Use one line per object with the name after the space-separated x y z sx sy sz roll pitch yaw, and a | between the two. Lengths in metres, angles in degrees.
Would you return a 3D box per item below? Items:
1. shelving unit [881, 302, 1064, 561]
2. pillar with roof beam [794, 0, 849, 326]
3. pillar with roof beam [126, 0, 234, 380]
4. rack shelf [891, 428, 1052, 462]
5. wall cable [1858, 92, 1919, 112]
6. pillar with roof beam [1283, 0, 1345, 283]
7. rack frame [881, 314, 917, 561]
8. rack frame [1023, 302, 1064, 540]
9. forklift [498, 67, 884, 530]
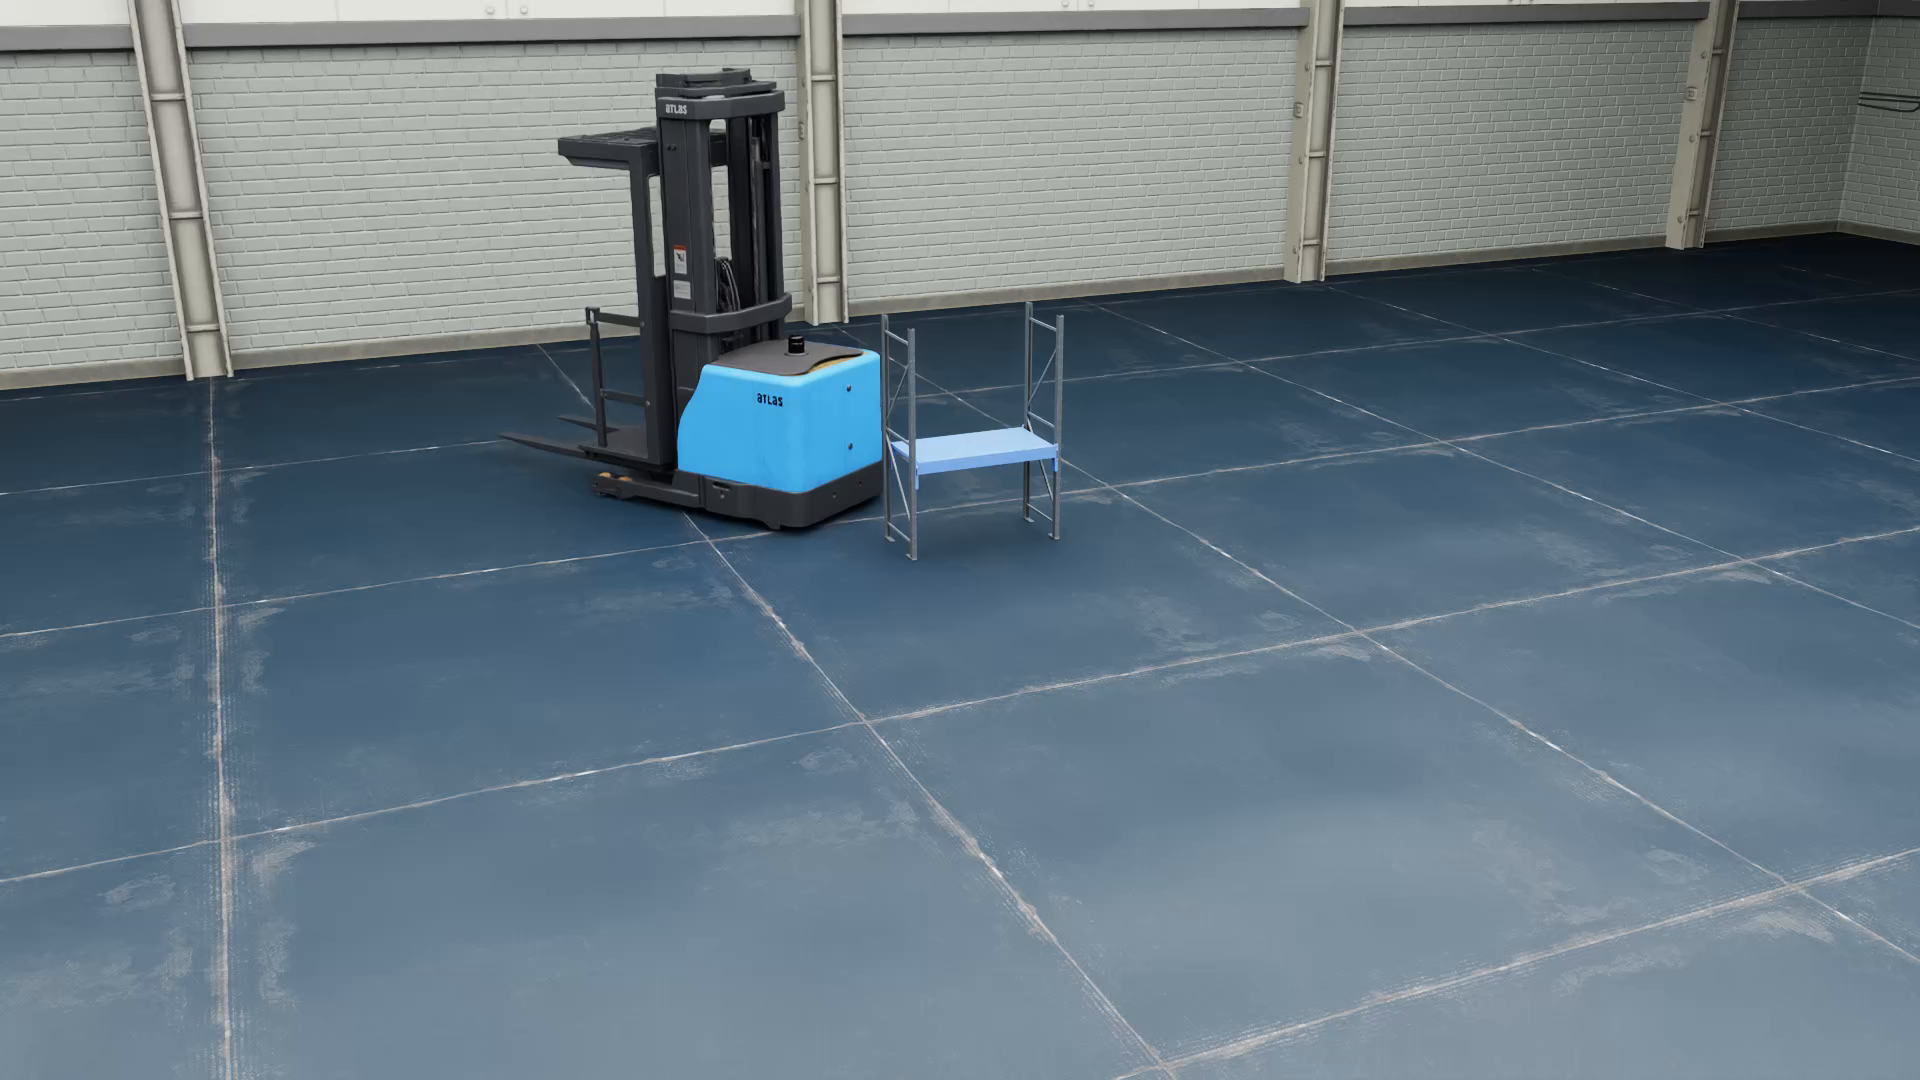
0.078 -0.719 10.805 1.048 1.500 0.500 -8 21 -22 | shelving unit
0.292 -5.247 12.374 0.400 9.000 9.100 -8 21 -22 | pillar with roof beam
-5.217 -4.457 10.132 0.400 9.000 9.100 -8 21 -22 | pillar with roof beam
0.078 -0.595 10.848 0.952 0.062 0.459 -8 21 -22 | rack shelf
12.834 -6.658 21.057 0.112 2.526 3.097 -8 21 -22 | wall cable
5.802 -6.036 14.615 0.400 9.000 9.100 -8 21 -22 | pillar with roof beam
-0.388 -0.652 10.615 0.032 1.500 0.500 -8 21 -22 | rack frame
0.545 -0.786 10.995 0.032 1.500 0.500 -8 21 -22 | rack frame
-2.052 -1.800 11.720 3.031 2.935 1.130 12 23 30 | forklift
